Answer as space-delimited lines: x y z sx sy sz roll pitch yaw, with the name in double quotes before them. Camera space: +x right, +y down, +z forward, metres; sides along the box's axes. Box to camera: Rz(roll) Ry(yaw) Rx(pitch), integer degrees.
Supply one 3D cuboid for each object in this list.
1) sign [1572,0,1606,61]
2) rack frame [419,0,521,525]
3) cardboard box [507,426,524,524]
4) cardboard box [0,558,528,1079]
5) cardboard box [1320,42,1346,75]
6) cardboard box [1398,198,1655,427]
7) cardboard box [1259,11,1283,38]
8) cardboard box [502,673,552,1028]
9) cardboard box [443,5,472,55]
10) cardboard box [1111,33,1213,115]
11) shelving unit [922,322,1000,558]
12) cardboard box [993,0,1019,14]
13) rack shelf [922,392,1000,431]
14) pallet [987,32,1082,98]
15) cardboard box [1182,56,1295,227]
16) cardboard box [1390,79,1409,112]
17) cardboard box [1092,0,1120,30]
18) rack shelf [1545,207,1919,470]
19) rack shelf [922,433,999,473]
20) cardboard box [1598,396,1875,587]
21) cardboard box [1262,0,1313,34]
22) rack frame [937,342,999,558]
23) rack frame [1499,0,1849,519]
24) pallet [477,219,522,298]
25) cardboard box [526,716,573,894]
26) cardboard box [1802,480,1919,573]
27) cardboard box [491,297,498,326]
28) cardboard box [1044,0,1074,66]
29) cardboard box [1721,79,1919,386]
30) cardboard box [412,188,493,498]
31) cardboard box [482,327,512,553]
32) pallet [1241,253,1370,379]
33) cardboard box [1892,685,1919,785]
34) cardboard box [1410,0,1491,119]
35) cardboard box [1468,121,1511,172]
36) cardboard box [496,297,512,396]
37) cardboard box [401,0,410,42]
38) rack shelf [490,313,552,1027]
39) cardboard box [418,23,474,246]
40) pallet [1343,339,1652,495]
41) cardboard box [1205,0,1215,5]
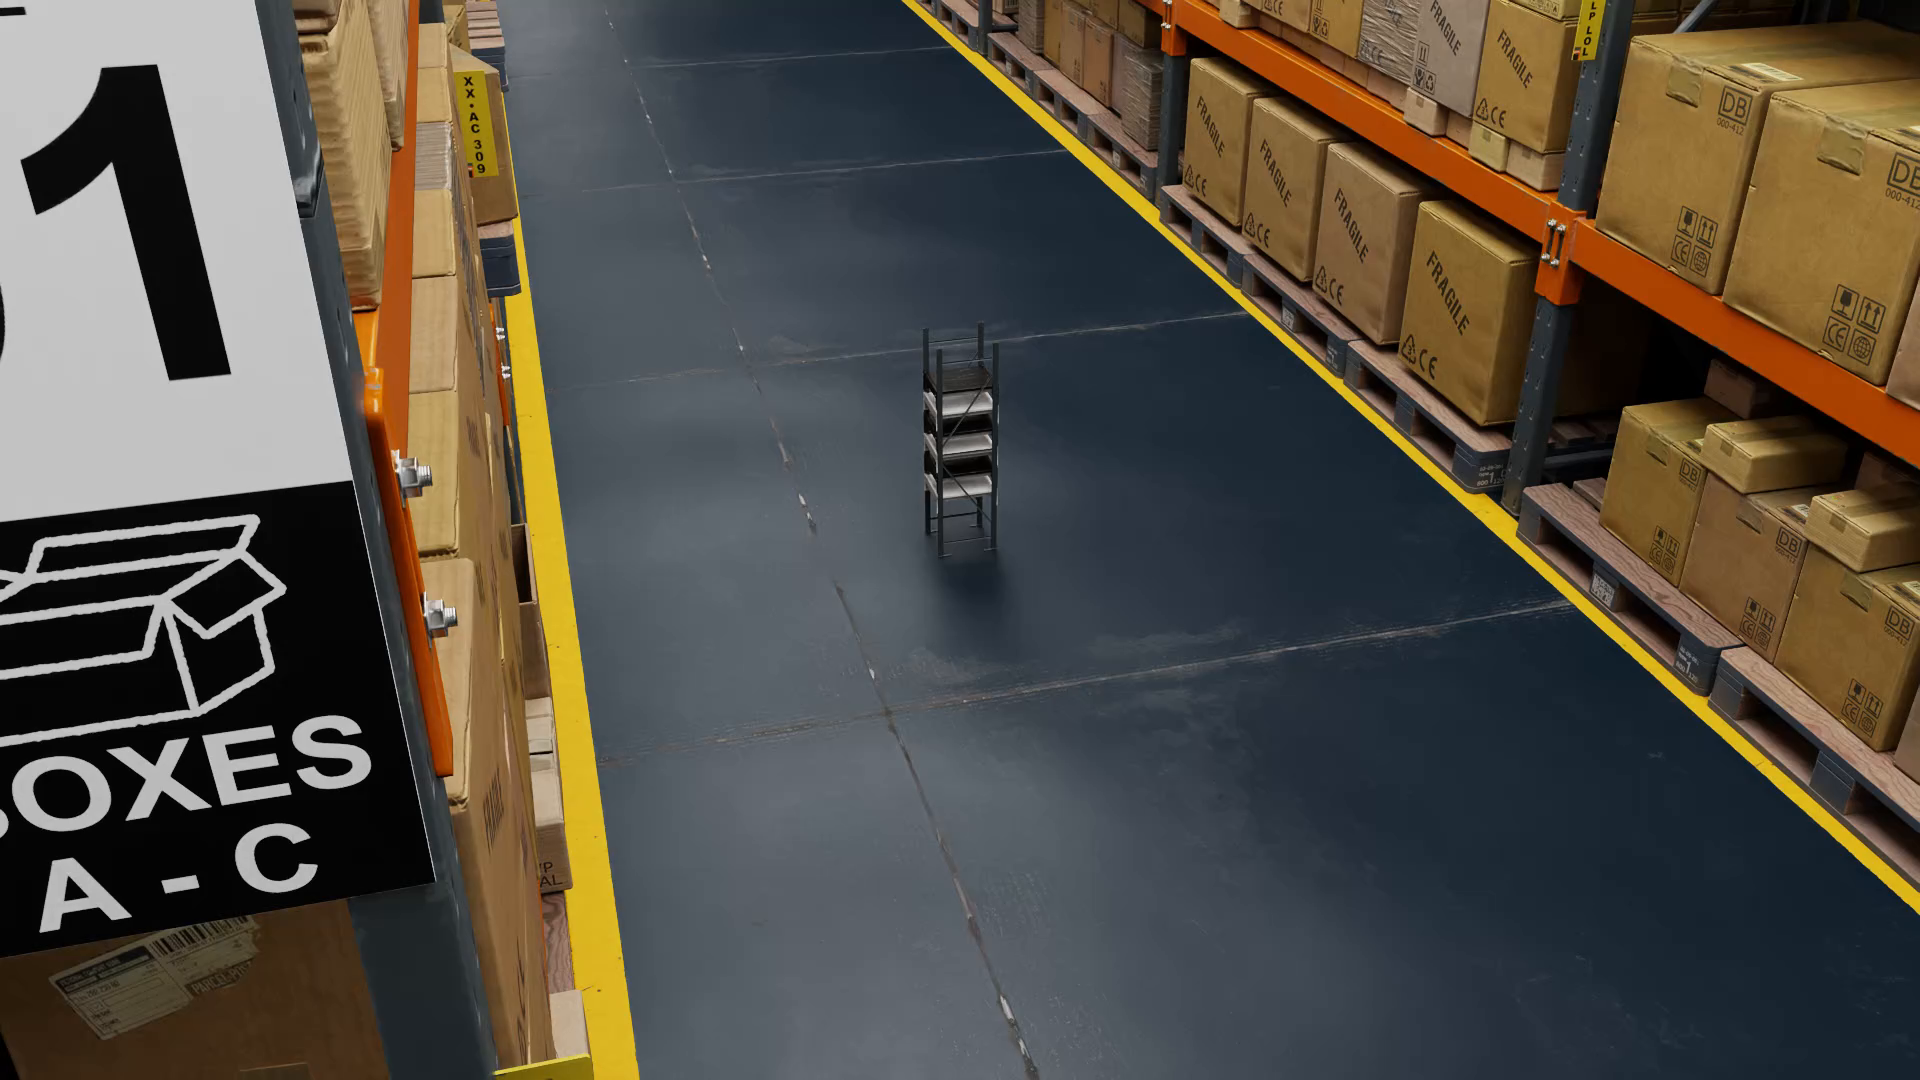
"sign" 2.249 -1.871 5.911 0.100 0.325 0.005 -8 31 -13
"rack frame" -2.005 -0.820 5.173 1.000 3.000 0.127 -8 31 -13
"cardboard box" -1.899 -0.195 6.148 0.500 0.500 0.500 -9 31 -16
"cardboard box" -0.807 0.386 1.990 0.500 0.500 0.500 -7 31 -12
"cardboard box" 1.989 -2.383 8.104 0.380 0.149 0.250 -8 31 -13
"cardboard box" 2.472 -1.029 7.260 0.750 0.750 0.750 -7 31 -13
"cardboard box" 1.805 -2.755 8.747 0.380 0.149 0.250 -8 31 -14
"cardboard box" -0.949 0.570 2.670 0.500 0.500 0.500 -8 31 -14
"cardboard box" -2.159 -1.628 6.049 0.700 0.500 0.500 -3 30 -5
"cardboard box" 1.442 -3.126 11.213 0.700 0.500 0.500 -8 31 -13
"shelving unit" 0.002 -0.386 6.518 0.258 0.900 0.210 -8 31 -13
"cardboard box" 0.475 -4.563 14.029 0.380 0.166 0.250 -12 32 -20
"rack shelf" 0.002 -0.512 6.444 0.258 0.077 0.200 -8 31 -13
"pallet" 0.854 -3.762 13.039 1.003 0.211 1.213 -8 31 -13
"cardboard box" 1.777 -2.291 9.441 0.750 0.750 0.750 -8 31 -14
"cardboard box" 2.164 -2.003 7.447 0.380 0.149 0.250 -8 31 -13
"cardboard box" 1.234 -3.718 11.487 0.500 0.250 0.500 -8 31 -14
"rack shelf" 3.300 -0.203 4.825 1.077 0.370 4.000 -8 31 -13
"rack shelf" 0.002 -0.357 6.534 0.258 0.077 0.200 -8 31 -13
"cardboard box" 2.869 -0.206 6.187 0.700 0.500 0.500 -7 31 -13
"cardboard box" 1.851 -2.831 8.230 0.500 0.500 0.500 -8 31 -13
"rack frame" 0.029 -0.336 6.433 0.240 0.900 0.006 -8 31 -13
"rack frame" 2.769 -1.481 6.314 1.000 3.000 0.127 -8 31 -13
"pallet" -2.112 -1.138 5.913 1.003 0.211 1.213 -8 31 -13
"cardboard box" -1.382 0.753 4.700 0.500 0.311 0.500 -8 31 -13
"cardboard box" 2.923 -0.045 5.262 0.380 0.149 0.250 -9 31 -15
"cardboard box" -2.164 -1.002 6.795 0.500 0.250 0.500 -8 31 -13
"cardboard box" 1.043 -3.857 12.475 0.700 0.500 0.500 -8 31 -14
"cardboard box" 3.086 -0.993 5.172 0.980 0.700 0.700 -9 31 -15
"cardboard box" -1.217 -0.353 3.267 0.500 0.500 0.500 -8 31 -14
"cardboard box" -1.349 -0.160 3.932 0.500 0.500 0.500 -7 31 -12
"pallet" 2.165 -1.227 8.659 1.003 0.211 1.213 -8 31 -13
"cardboard box" 3.282 0.542 4.895 0.700 0.500 0.500 -9 31 -15
"cardboard box" 2.259 -2.096 6.960 0.500 0.500 0.500 -8 31 -13
"cardboard box" 2.317 -1.625 6.794 0.380 0.149 0.250 -7 31 -12
"cardboard box" -2.310 -0.938 7.432 0.500 0.500 0.500 -9 31 -15
"cardboard box" -1.090 -0.888 2.445 0.500 0.250 0.500 -8 31 -13
"rack shelf" -1.475 0.457 3.684 1.077 0.370 4.000 -8 31 -13
"cardboard box" -1.622 -1.087 4.535 0.500 0.500 0.500 -8 31 -13
"pallet" 2.492 -0.637 7.639 1.003 0.211 1.213 -8 31 -13
"cardboard box" 1.572 -3.123 9.382 0.380 0.149 0.250 -8 31 -14
